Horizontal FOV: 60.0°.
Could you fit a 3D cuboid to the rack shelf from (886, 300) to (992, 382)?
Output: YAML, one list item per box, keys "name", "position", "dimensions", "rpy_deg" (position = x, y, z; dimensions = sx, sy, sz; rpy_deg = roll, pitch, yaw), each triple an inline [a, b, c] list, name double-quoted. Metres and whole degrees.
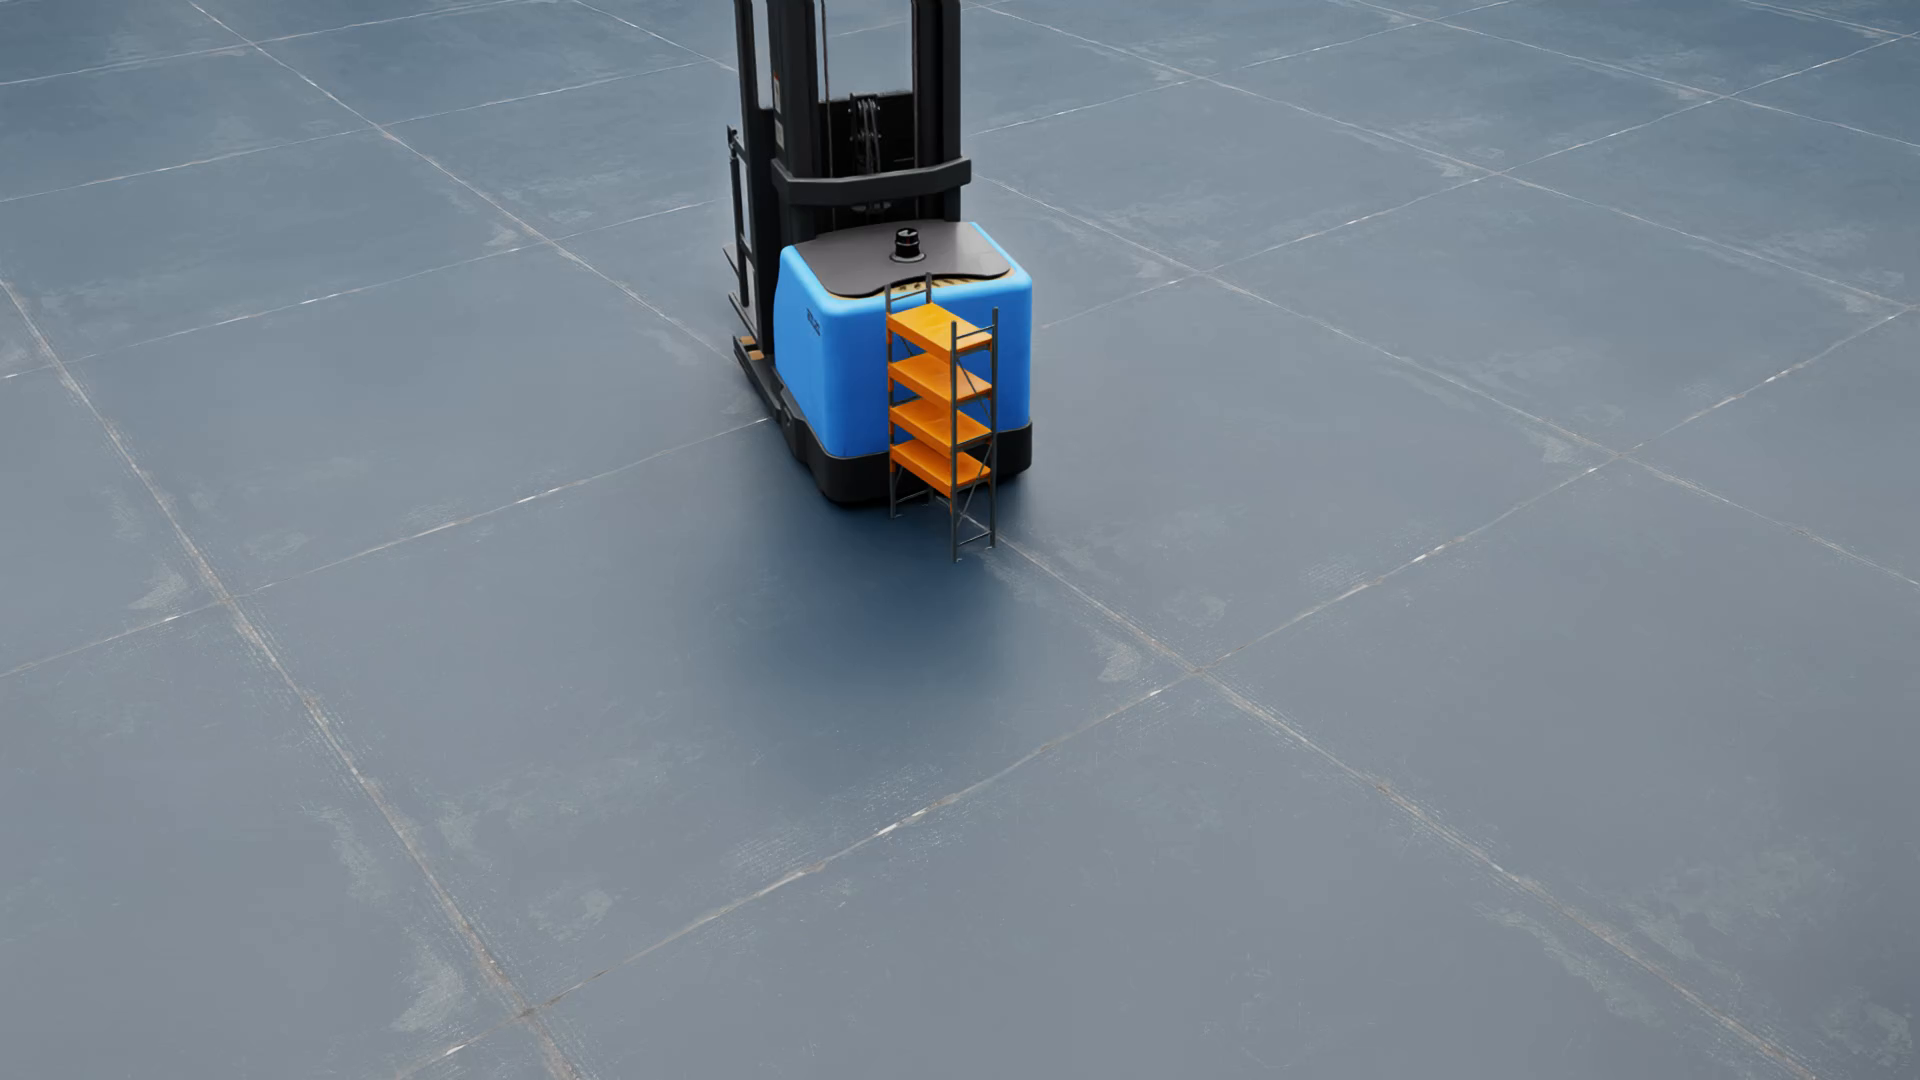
- name: "rack shelf"
  position: [-0.083, -0.878, 7.281]
  dimensions: [0.258, 0.148, 0.480]
  rpy_deg: [-21, 38, -30]

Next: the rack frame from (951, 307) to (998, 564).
- name: "rack frame"
  position: [0.062, -0.440, 7.322]
  dimensions: [0.240, 1.200, 0.015]
  rpy_deg: [-21, 38, -30]

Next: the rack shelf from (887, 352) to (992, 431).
- name: "rack shelf"
  position: [-0.083, -0.677, 7.406]
  dimensions: [0.258, 0.148, 0.480]
  rpy_deg: [-21, 38, -30]

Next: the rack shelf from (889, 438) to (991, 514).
- name: "rack shelf"
  position: [-0.083, -0.318, 7.629]
  dimensions: [0.258, 0.148, 0.480]
  rpy_deg: [-21, 38, -30]

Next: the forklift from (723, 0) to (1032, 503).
- name: "forklift"
  position: [-0.626, -2.190, 8.498]
  dimensions: [1.130, 2.935, 3.031]
  rpy_deg: [-11, 33, -17]

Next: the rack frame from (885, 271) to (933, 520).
- name: "rack frame"
  position: [-0.229, -0.647, 7.655]
  dimensions: [0.240, 1.200, 0.015]
  rpy_deg: [-21, 38, -30]

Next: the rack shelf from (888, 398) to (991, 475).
- name: "rack shelf"
  position: [-0.083, -0.487, 7.524]
  dimensions: [0.258, 0.148, 0.480]
  rpy_deg: [-21, 38, -30]

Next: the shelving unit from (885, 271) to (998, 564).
- name: "shelving unit"
  position: [-0.083, -0.544, 7.488]
  dimensions: [0.258, 1.200, 0.503]
  rpy_deg: [-21, 38, -30]
